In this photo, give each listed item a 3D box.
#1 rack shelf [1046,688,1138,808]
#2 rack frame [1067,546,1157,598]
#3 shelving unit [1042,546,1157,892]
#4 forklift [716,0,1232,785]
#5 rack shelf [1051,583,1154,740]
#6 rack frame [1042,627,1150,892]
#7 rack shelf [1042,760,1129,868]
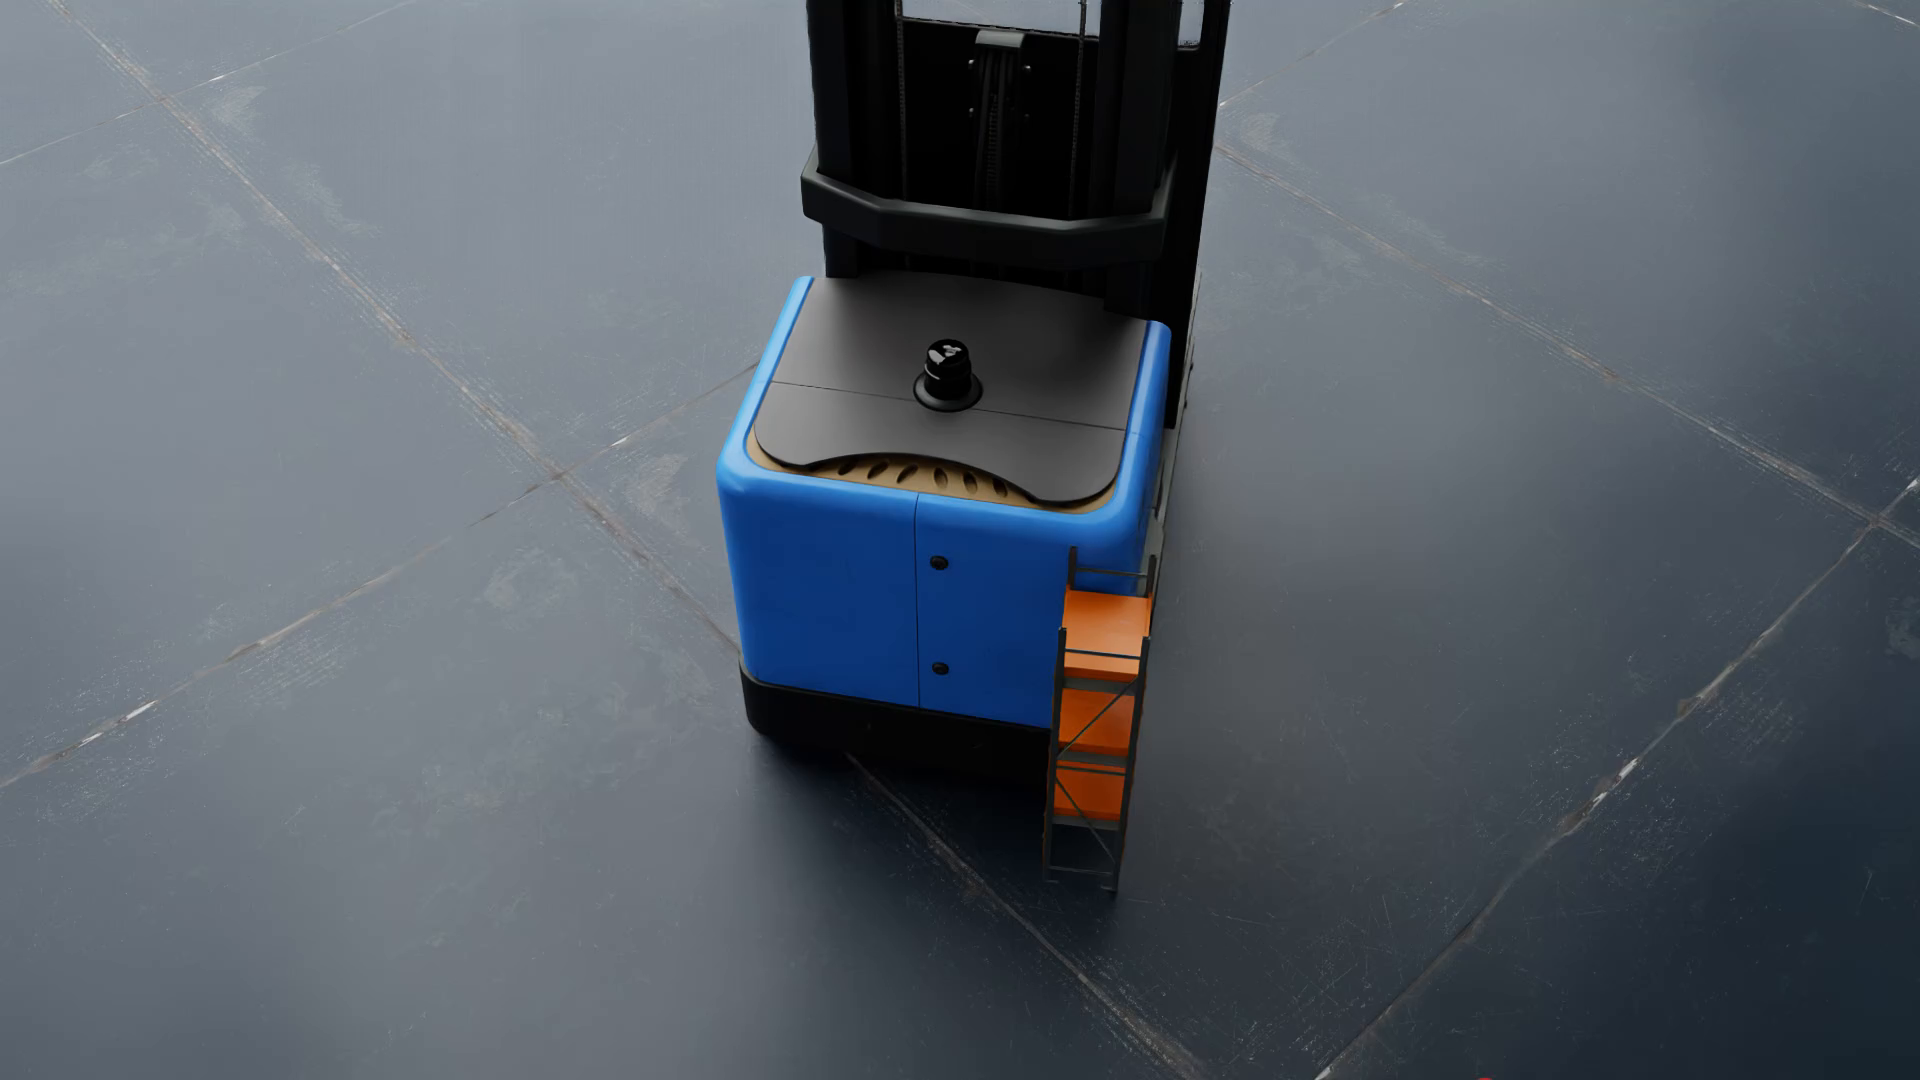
[{"bbox_3d":[0.333,0.478,4.109,0.215,0.259,0.240,6,48,5],"label":"rack shelf"},{"bbox_3d":[0.350,0.382,4.183,0.200,1.050,0.008,6,48,5],"label":"rack frame"},{"bbox_3d":[0.333,0.471,4.101,0.215,1.050,0.252,6,48,5],"label":"shelving unit"},{"bbox_3d":[0.193,-1.419,4.565,1.130,2.935,3.031,8,48,8],"label":"forklift"},{"bbox_3d":[0.333,0.286,3.900,0.215,0.259,0.240,6,48,5],"label":"rack shelf"},{"bbox_3d":[0.316,0.560,4.019,0.200,1.050,0.008,6,48,5],"label":"rack frame"},{"bbox_3d":[0.333,0.667,4.313,0.215,0.259,0.240,6,48,5],"label":"rack shelf"}]
